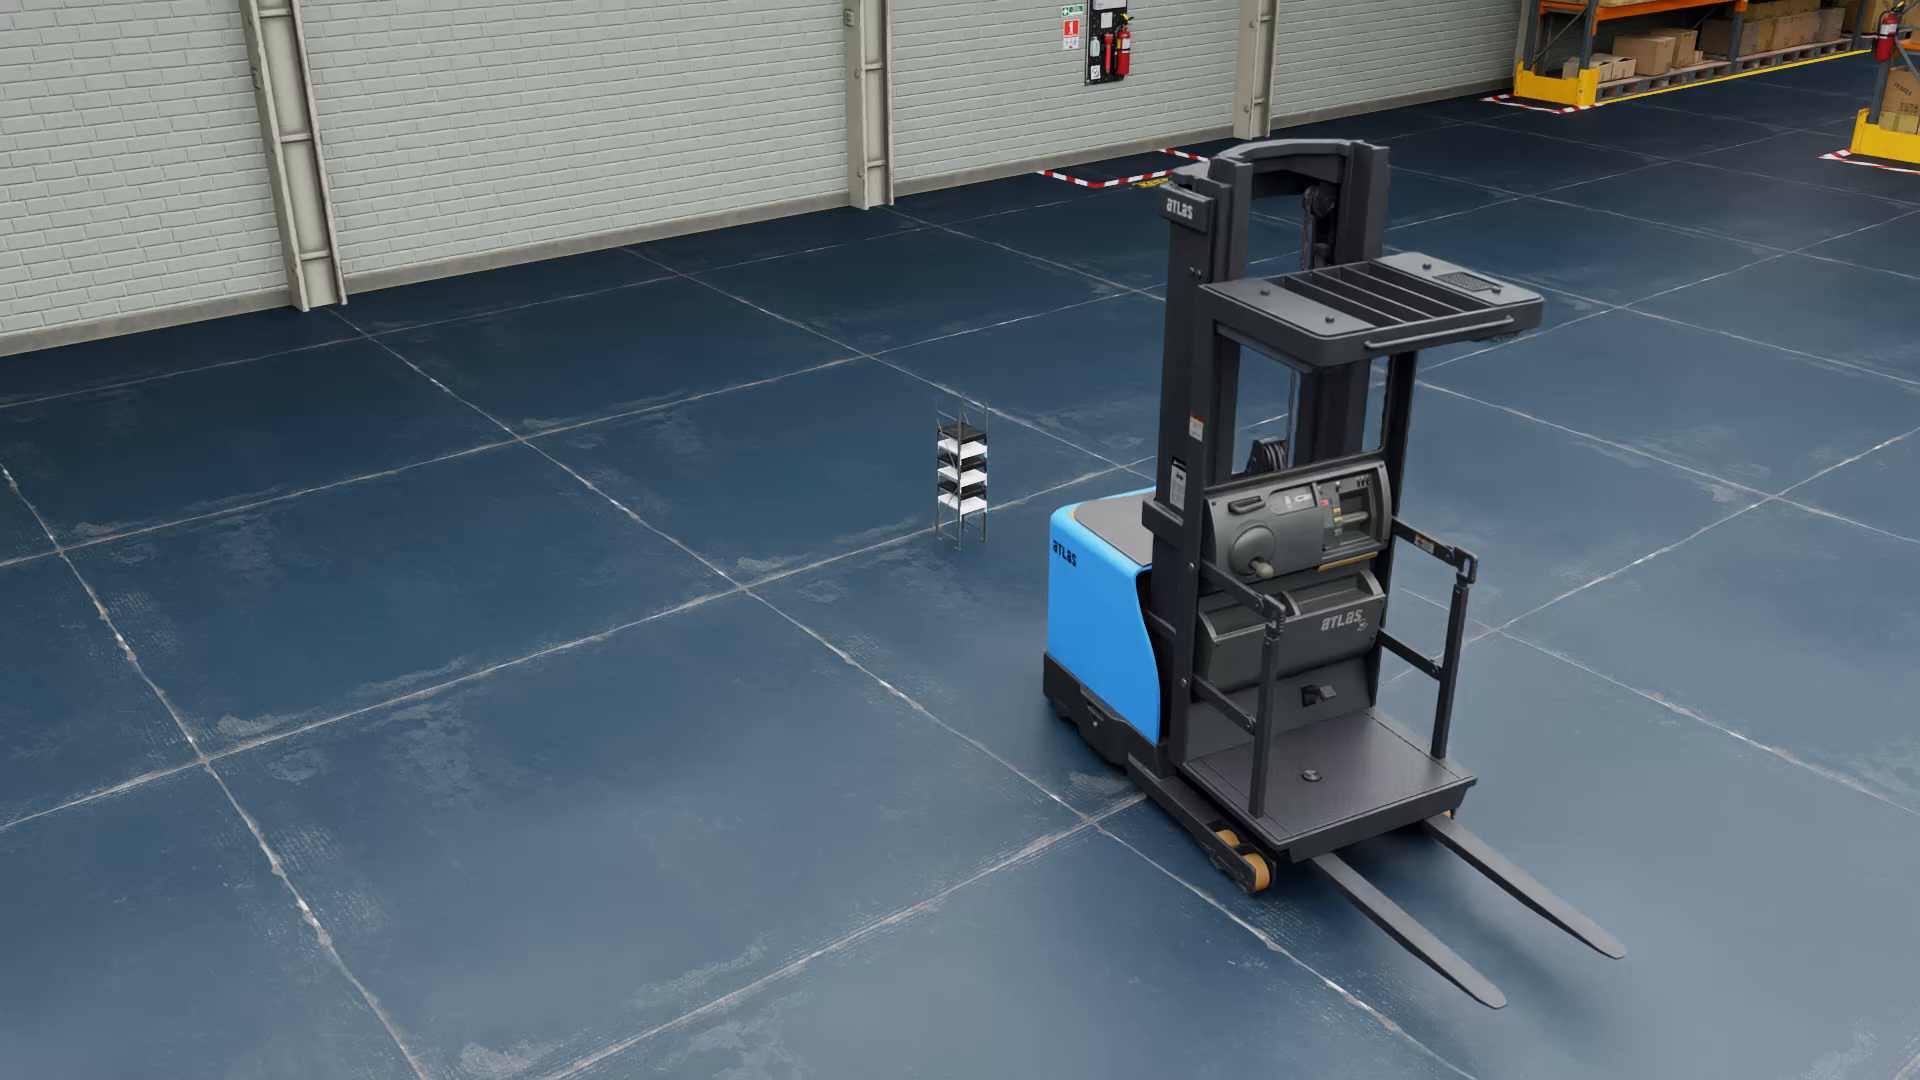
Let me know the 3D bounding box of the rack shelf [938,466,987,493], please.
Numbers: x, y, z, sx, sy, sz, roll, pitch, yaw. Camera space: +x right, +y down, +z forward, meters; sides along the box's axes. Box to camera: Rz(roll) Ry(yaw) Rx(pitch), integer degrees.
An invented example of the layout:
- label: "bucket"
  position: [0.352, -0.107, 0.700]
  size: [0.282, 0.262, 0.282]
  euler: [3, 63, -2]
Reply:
- label: "rack shelf"
  position: [0.006, -0.380, 10.079]
  size: [0.200, 0.077, 0.258]
  euler: [-18, 31, -34]

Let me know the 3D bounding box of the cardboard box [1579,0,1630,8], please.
- label: "cardboard box"
  position: [9.039, -7.630, 23.282]
  size: [0.500, 0.250, 0.500]
  euler: [-19, 31, -35]

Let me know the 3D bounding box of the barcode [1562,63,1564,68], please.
- label: "barcode"
  position: [8.826, -6.939, 24.298]
  size: [0.075, 0.075, 0.001]
  euler: [-18, 31, -34]

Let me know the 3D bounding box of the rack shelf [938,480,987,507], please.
- label: "rack shelf"
  position: [0.006, -0.298, 10.117]
  size: [0.200, 0.077, 0.258]
  euler: [-18, 31, -34]

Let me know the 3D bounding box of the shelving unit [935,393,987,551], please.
- label: "shelving unit"
  position: [0.006, -0.410, 10.065]
  size: [0.210, 0.900, 0.258]
  euler: [-18, 31, -34]

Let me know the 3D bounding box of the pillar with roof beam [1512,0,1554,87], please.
- label: "pillar with roof beam"
  position: [11.132, -9.431, 19.881]
  size: [0.400, 9.000, 9.100]
  euler: [-18, 31, -34]

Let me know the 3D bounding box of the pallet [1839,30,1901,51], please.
- label: "pallet"
  position: [15.421, -8.661, 28.660]
  size: [1.213, 0.211, 1.003]
  euler: [-18, 31, -34]

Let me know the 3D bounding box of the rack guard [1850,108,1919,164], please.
- label: "rack guard"
  position: [11.499, -4.887, 20.187]
  size: [0.348, 0.500, 1.175]
  euler: [-18, 31, -34]

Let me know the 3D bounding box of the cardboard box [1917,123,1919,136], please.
- label: "cardboard box"
  position: [12.078, -5.036, 20.306]
  size: [0.500, 0.250, 0.500]
  euler: [-18, 31, -34]

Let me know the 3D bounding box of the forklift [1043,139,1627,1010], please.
- label: "forklift"
  position: [1.546, -0.052, 6.881]
  size: [1.130, 2.935, 3.031]
  euler: [-12, 28, -25]

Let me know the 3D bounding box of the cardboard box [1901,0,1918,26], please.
- label: "cardboard box"
  position: [16.107, -9.334, 28.854]
  size: [0.750, 0.750, 0.750]
  euler: [-18, 31, -34]

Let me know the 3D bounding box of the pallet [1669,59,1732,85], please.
- label: "pallet"
  position: [11.100, -7.256, 25.633]
  size: [1.213, 0.211, 1.003]
  euler: [-18, 31, -34]

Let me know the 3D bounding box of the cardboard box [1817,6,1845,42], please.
- label: "cardboard box"
  position: [14.220, -8.607, 27.679]
  size: [0.500, 0.500, 0.700]
  euler: [-18, 30, -33]

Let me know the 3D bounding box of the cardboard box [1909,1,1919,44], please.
- label: "cardboard box"
  position: [11.894, -6.190, 19.905]
  size: [0.500, 0.500, 0.700]
  euler: [-18, 31, -34]

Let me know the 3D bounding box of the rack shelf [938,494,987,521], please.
- label: "rack shelf"
  position: [0.006, -0.217, 10.155]
  size: [0.200, 0.077, 0.258]
  euler: [-18, 31, -34]

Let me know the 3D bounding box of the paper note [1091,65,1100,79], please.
- label: "paper note"
  position: [1.604, -5.525, 19.639]
  size: [0.142, 0.148, 0.016]
  euler: [-18, 31, -34]

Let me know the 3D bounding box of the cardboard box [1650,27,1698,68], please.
- label: "cardboard box"
  position: [10.814, -7.489, 25.271]
  size: [0.500, 0.500, 0.500]
  euler: [-21, 32, -38]

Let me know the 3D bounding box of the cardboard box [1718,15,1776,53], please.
- label: "cardboard box"
  position: [12.551, -8.120, 26.629]
  size: [0.500, 0.500, 0.700]
  euler: [-19, 31, -35]

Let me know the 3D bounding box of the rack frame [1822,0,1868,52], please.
- label: "rack frame"
  position: [14.754, -9.746, 27.686]
  size: [0.127, 3.000, 1.000]
  euler: [-18, 31, -34]

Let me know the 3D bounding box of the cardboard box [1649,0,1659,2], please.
- label: "cardboard box"
  position: [9.843, -7.900, 23.864]
  size: [0.500, 0.250, 0.500]
  euler: [-19, 31, -35]

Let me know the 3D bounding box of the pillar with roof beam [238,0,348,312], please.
- label: "pillar with roof beam"
  position: [-3.032, -4.755, 9.807]
  size: [0.400, 9.000, 9.100]
  euler: [-18, 31, -34]

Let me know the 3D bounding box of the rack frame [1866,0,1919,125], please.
- label: "rack frame"
  position: [11.518, -6.027, 19.674]
  size: [0.127, 3.000, 1.000]
  euler: [-18, 31, -34]

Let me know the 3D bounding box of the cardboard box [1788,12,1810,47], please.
- label: "cardboard box"
  position: [13.369, -8.373, 27.175]
  size: [0.500, 0.500, 0.700]
  euler: [-18, 31, -34]

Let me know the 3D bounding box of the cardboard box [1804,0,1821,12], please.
- label: "cardboard box"
  position: [13.732, -8.820, 27.247]
  size: [0.500, 0.250, 0.500]
  euler: [-18, 30, -33]

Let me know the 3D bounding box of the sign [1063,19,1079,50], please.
- label: "sign"
  position: [1.287, -5.855, 19.260]
  size: [0.234, 0.329, 0.001]
  euler: [-18, 31, -34]

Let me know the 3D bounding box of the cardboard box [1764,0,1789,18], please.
- label: "cardboard box"
  position: [12.927, -8.561, 26.689]
  size: [0.500, 0.250, 0.500]
  euler: [-19, 31, -35]

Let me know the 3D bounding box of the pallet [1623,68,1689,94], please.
- label: "pallet"
  position: [10.139, -6.937, 24.946]
  size: [1.213, 0.211, 1.003]
  euler: [-18, 31, -34]

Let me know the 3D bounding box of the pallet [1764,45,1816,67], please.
- label: "pallet"
  position: [13.179, -7.963, 27.157]
  size: [1.213, 0.211, 1.003]
  euler: [-18, 31, -34]

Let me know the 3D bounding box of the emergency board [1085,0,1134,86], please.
- label: "emergency board"
  position: [1.786, -5.948, 19.503]
  size: [0.643, 1.169, 0.194]
  euler: [-18, 31, -34]

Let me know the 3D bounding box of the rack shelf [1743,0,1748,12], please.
- label: "rack shelf"
  position: [13.180, -8.900, 26.718]
  size: [4.000, 0.370, 1.077]
  euler: [-18, 31, -34]

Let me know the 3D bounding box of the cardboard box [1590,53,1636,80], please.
- label: "cardboard box"
  position: [9.507, -6.945, 24.324]
  size: [0.500, 0.311, 0.500]
  euler: [-15, 29, -30]

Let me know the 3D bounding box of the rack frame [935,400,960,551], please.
- label: "rack frame"
  position: [-0.074, -0.384, 10.008]
  size: [0.006, 0.900, 0.240]
  euler: [-18, 31, -34]
